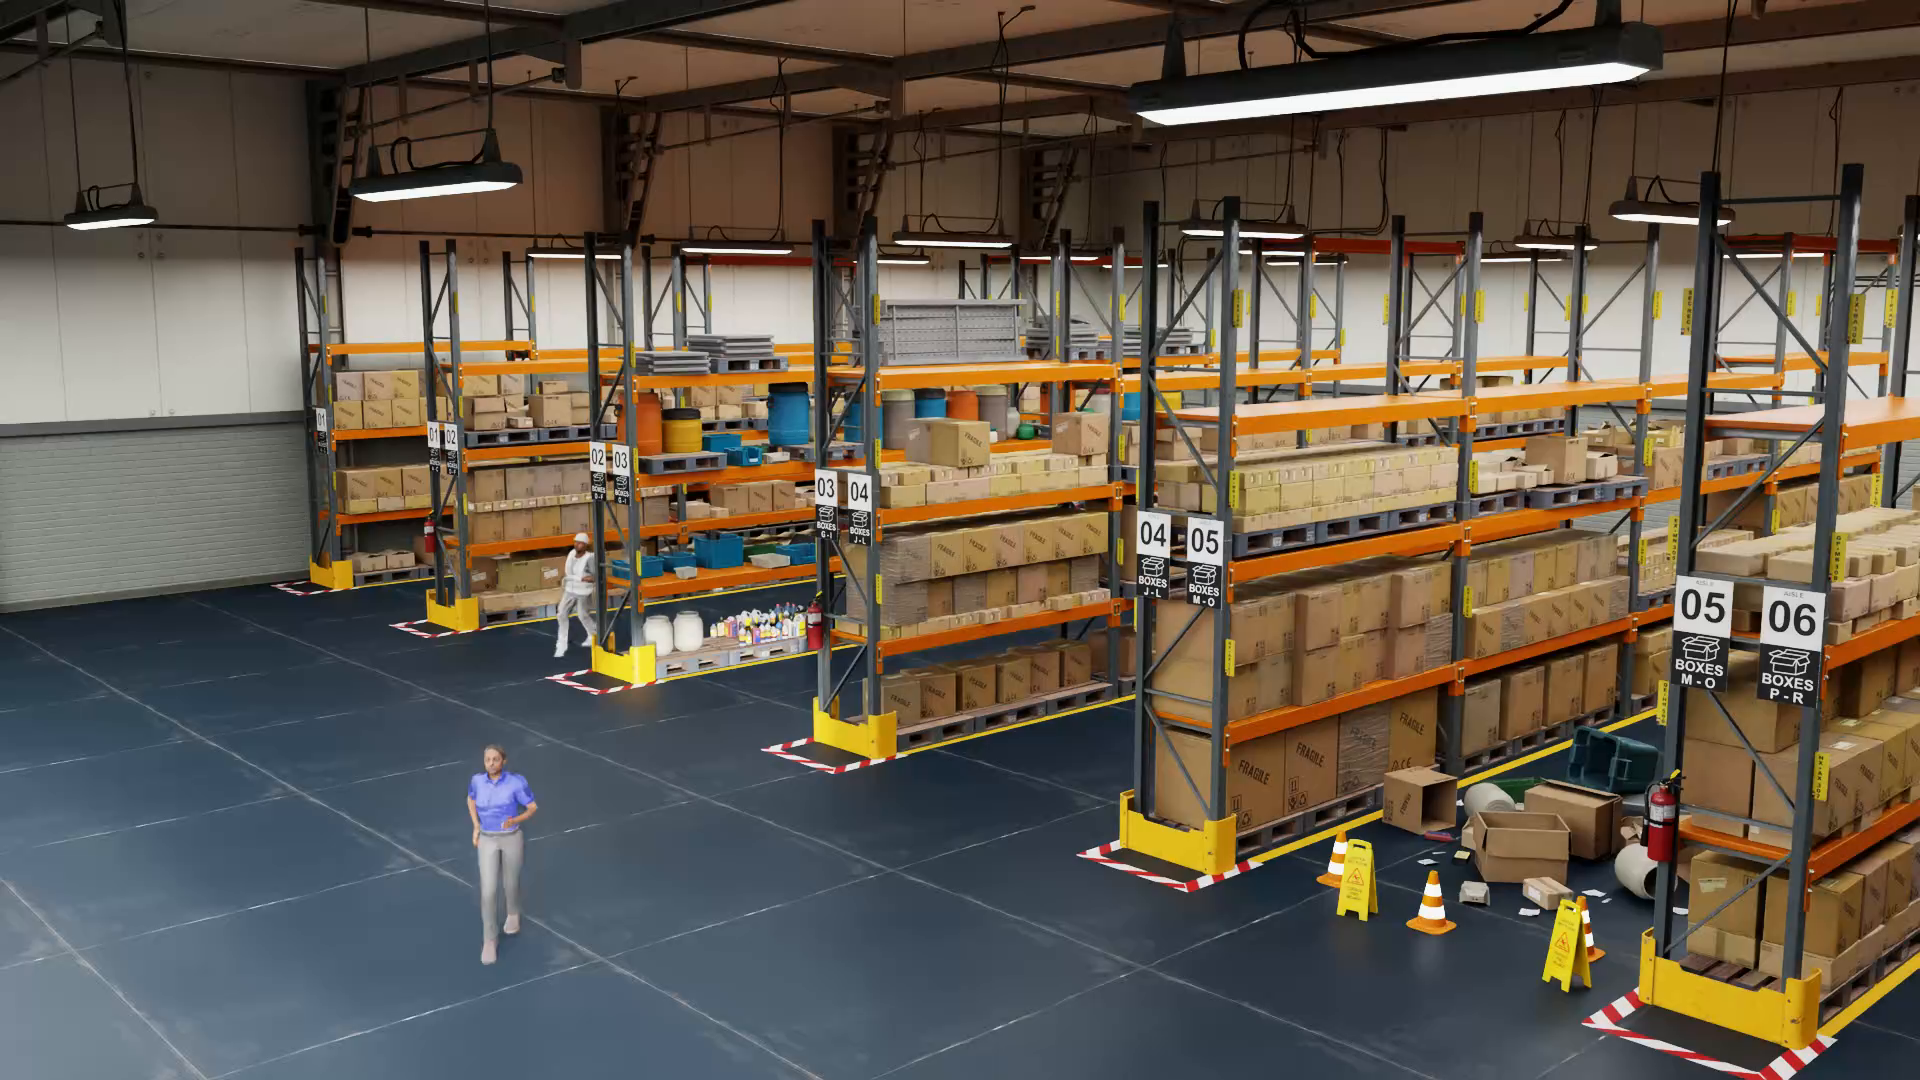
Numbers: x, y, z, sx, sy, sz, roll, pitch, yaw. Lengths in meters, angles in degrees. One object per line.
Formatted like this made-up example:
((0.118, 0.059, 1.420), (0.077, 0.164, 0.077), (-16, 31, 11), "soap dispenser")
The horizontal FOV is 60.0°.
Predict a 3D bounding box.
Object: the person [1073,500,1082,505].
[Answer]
((2.439, -0.485, 32.778), (0.711, 1.735, 0.637), (7, 11, 38), "person")

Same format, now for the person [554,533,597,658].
((-5.474, 0.793, 24.081), (0.705, 1.837, 0.835), (4, 9, 24), "person")

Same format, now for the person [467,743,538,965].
((-3.625, 2.431, 13.208), (0.570, 1.708, 0.762), (-1, 8, -8), "person")
